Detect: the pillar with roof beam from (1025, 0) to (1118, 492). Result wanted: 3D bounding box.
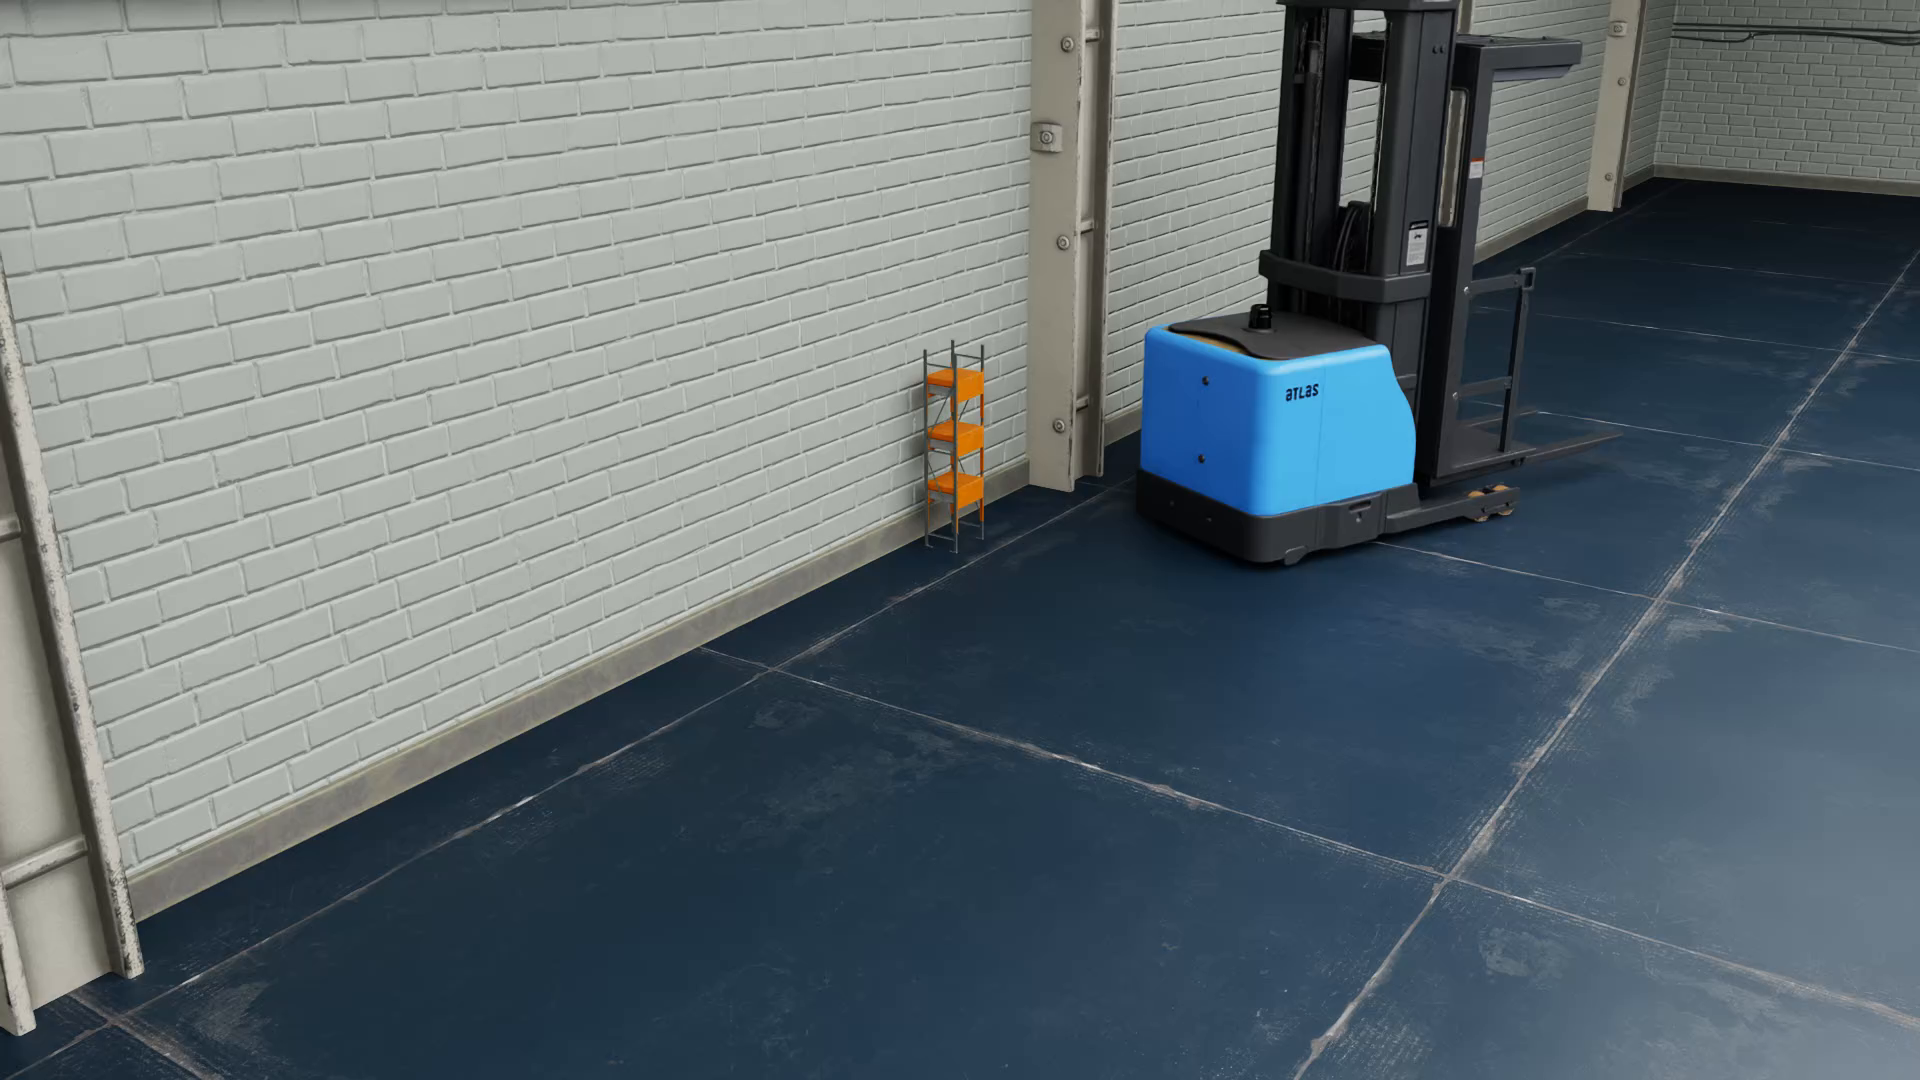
[{"bbox_3d":[4.171,-3.740,5.906,9.100,9.000,0.400,13,24,32],"label":"pillar with roof beam"}]

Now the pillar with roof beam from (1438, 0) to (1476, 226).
[{"bbox_3d":[7.544,-5.462,10.560,9.100,9.000,0.400,13,24,32],"label":"pillar with roof beam"}]

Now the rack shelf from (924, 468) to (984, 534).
[{"bbox_3d":[-0.030,-0.206,8.641,0.215,0.259,0.240,13,24,32],"label":"rack shelf"}]

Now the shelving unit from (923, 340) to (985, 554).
[{"bbox_3d":[-0.030,-0.477,8.541,0.215,1.050,0.252,13,24,32],"label":"shelving unit"}]

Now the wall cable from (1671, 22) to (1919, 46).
[{"bbox_3d":[10.106,-7.154,19.610,3.097,2.526,0.112,13,24,32],"label":"wall cable"}]

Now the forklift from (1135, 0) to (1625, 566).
[{"bbox_3d":[2.471,-1.614,8.903,3.031,2.935,1.130,-12,24,-30],"label":"forklift"}]

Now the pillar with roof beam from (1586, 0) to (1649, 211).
[{"bbox_3d":[10.916,-7.183,15.214,9.100,9.000,0.400,13,24,32],"label":"pillar with roof beam"}]

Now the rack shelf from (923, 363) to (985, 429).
[{"bbox_3d":[-0.030,-0.733,8.446,0.215,0.259,0.240,13,24,32],"label":"rack shelf"}]

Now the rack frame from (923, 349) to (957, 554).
[{"bbox_3d":[-0.099,-0.442,8.447,0.200,1.050,0.008,13,24,32],"label":"rack frame"}]

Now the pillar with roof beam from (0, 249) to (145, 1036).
[{"bbox_3d":[0.798,-2.019,1.252,9.100,9.000,0.400,13,24,32],"label":"pillar with roof beam"}]

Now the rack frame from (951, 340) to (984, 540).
[{"bbox_3d":[0.039,-0.512,8.636,0.200,1.050,0.008,13,24,32],"label":"rack frame"}]

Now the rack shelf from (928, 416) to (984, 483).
[{"bbox_3d":[-0.030,-0.467,8.545,0.215,0.259,0.240,13,24,32],"label":"rack shelf"}]
